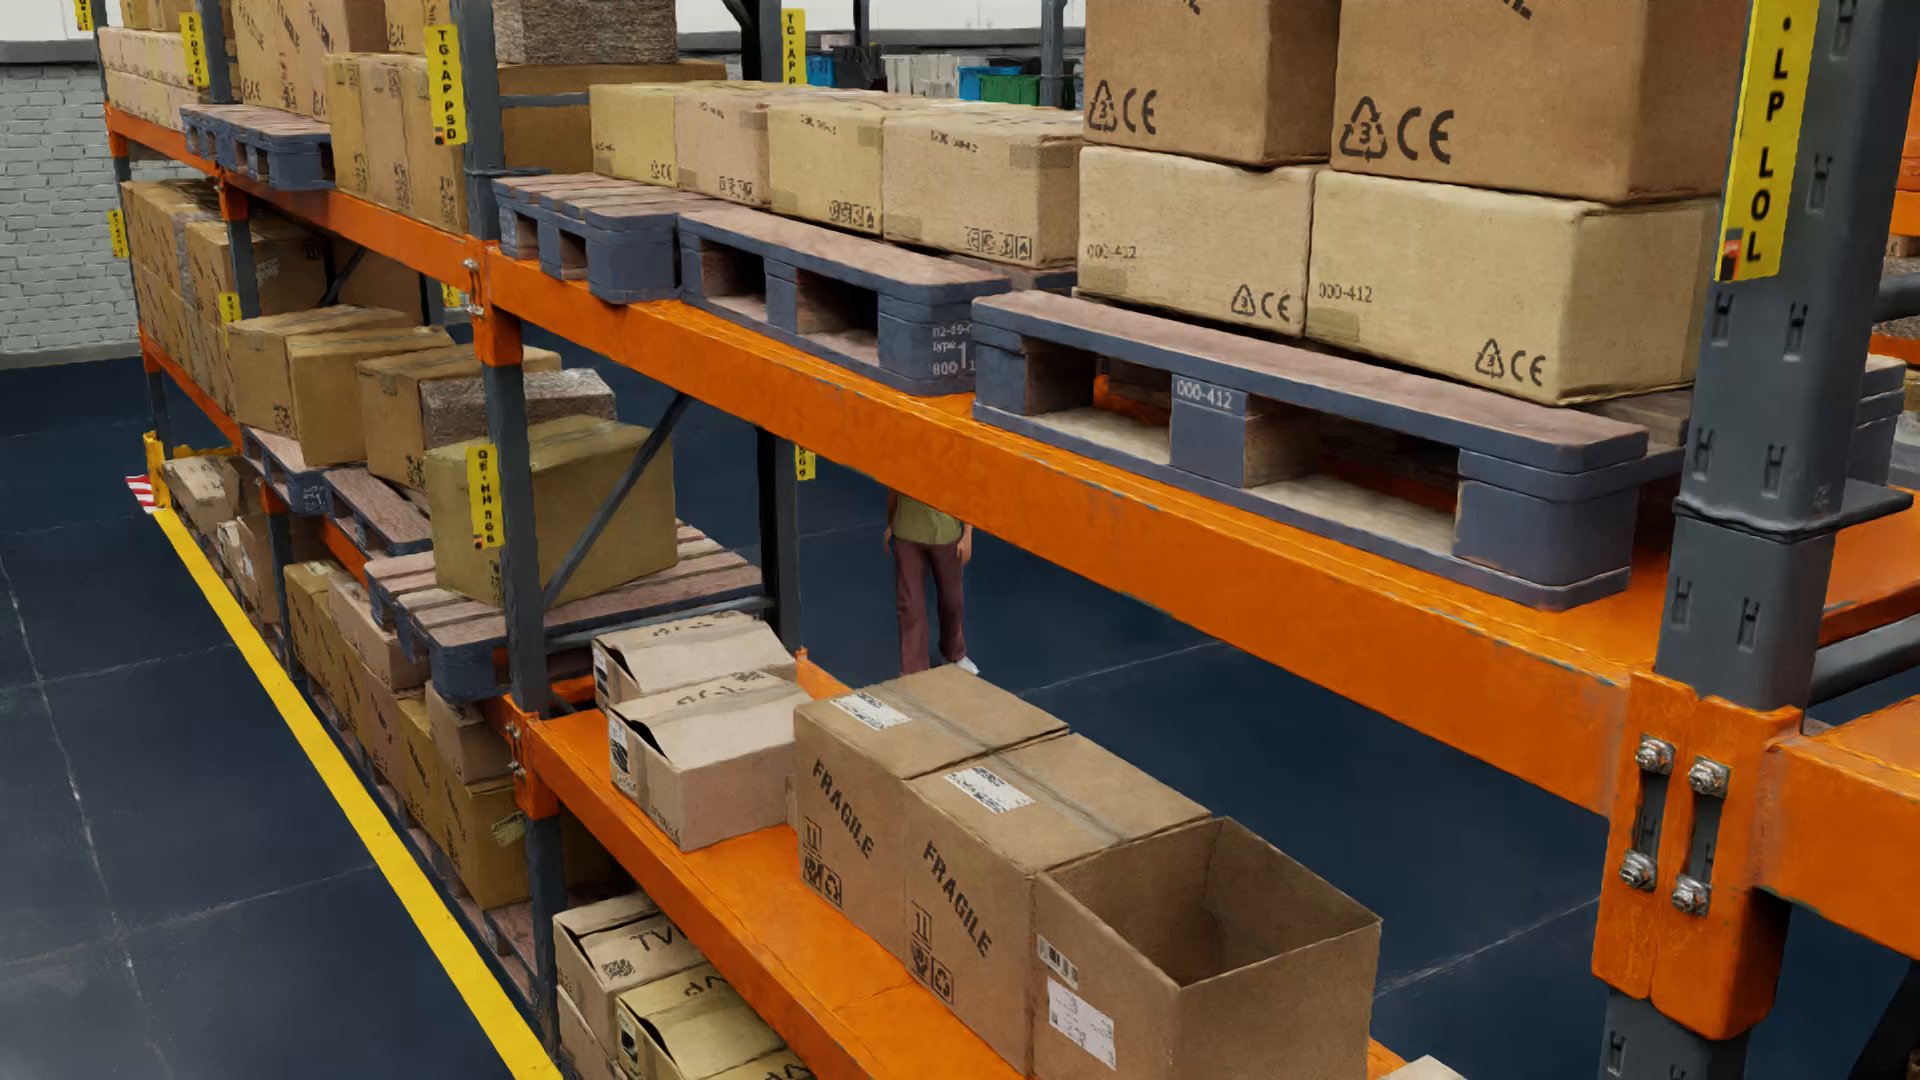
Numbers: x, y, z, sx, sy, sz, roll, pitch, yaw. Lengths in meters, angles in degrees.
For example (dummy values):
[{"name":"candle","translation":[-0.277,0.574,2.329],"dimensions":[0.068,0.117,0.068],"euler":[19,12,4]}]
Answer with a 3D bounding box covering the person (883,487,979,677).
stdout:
[{"name":"person","translation":[-0.173,-0.017,8.607],"dimensions":[0.513,1.667,0.639],"euler":[5,19,15]}]
